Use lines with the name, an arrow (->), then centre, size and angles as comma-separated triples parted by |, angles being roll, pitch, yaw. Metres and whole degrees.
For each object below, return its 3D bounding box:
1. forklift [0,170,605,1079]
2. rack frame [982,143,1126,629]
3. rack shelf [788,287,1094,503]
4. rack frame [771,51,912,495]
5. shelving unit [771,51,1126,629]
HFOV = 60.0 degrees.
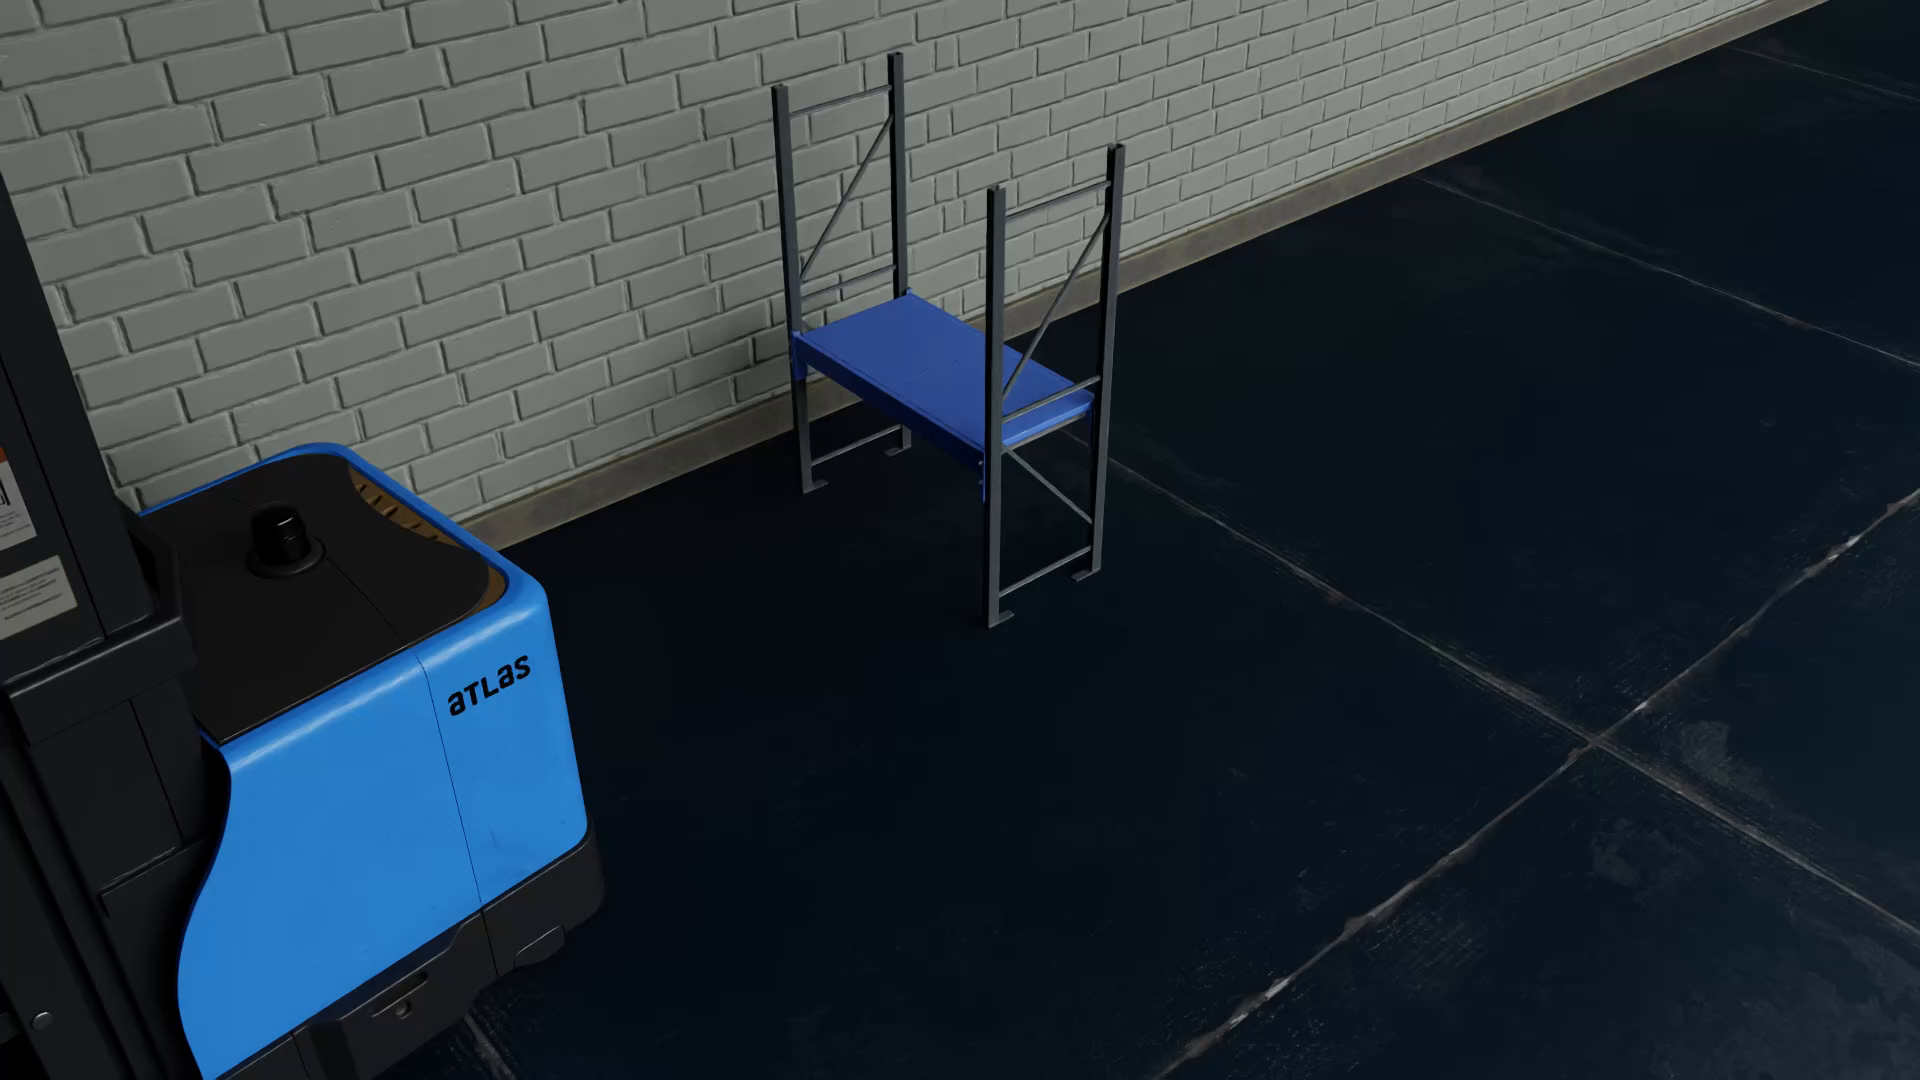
forklift -> -2.299, 0.214, 2.912 | 1.130, 2.935, 3.031 | 29, 44, 34
rack frame -> 0.273, -0.425, 5.053 | 0.500, 1.500, 0.032 | -26, 43, -32
rack shelf -> -0.055, -0.503, 5.474 | 0.538, 0.185, 1.000 | -26, 43, -32
rack frame -> -0.383, -0.874, 5.687 | 0.500, 1.500, 0.032 | -26, 43, -32
shelving unit -> -0.055, -0.650, 5.370 | 0.538, 1.500, 1.048 | -26, 43, -32
